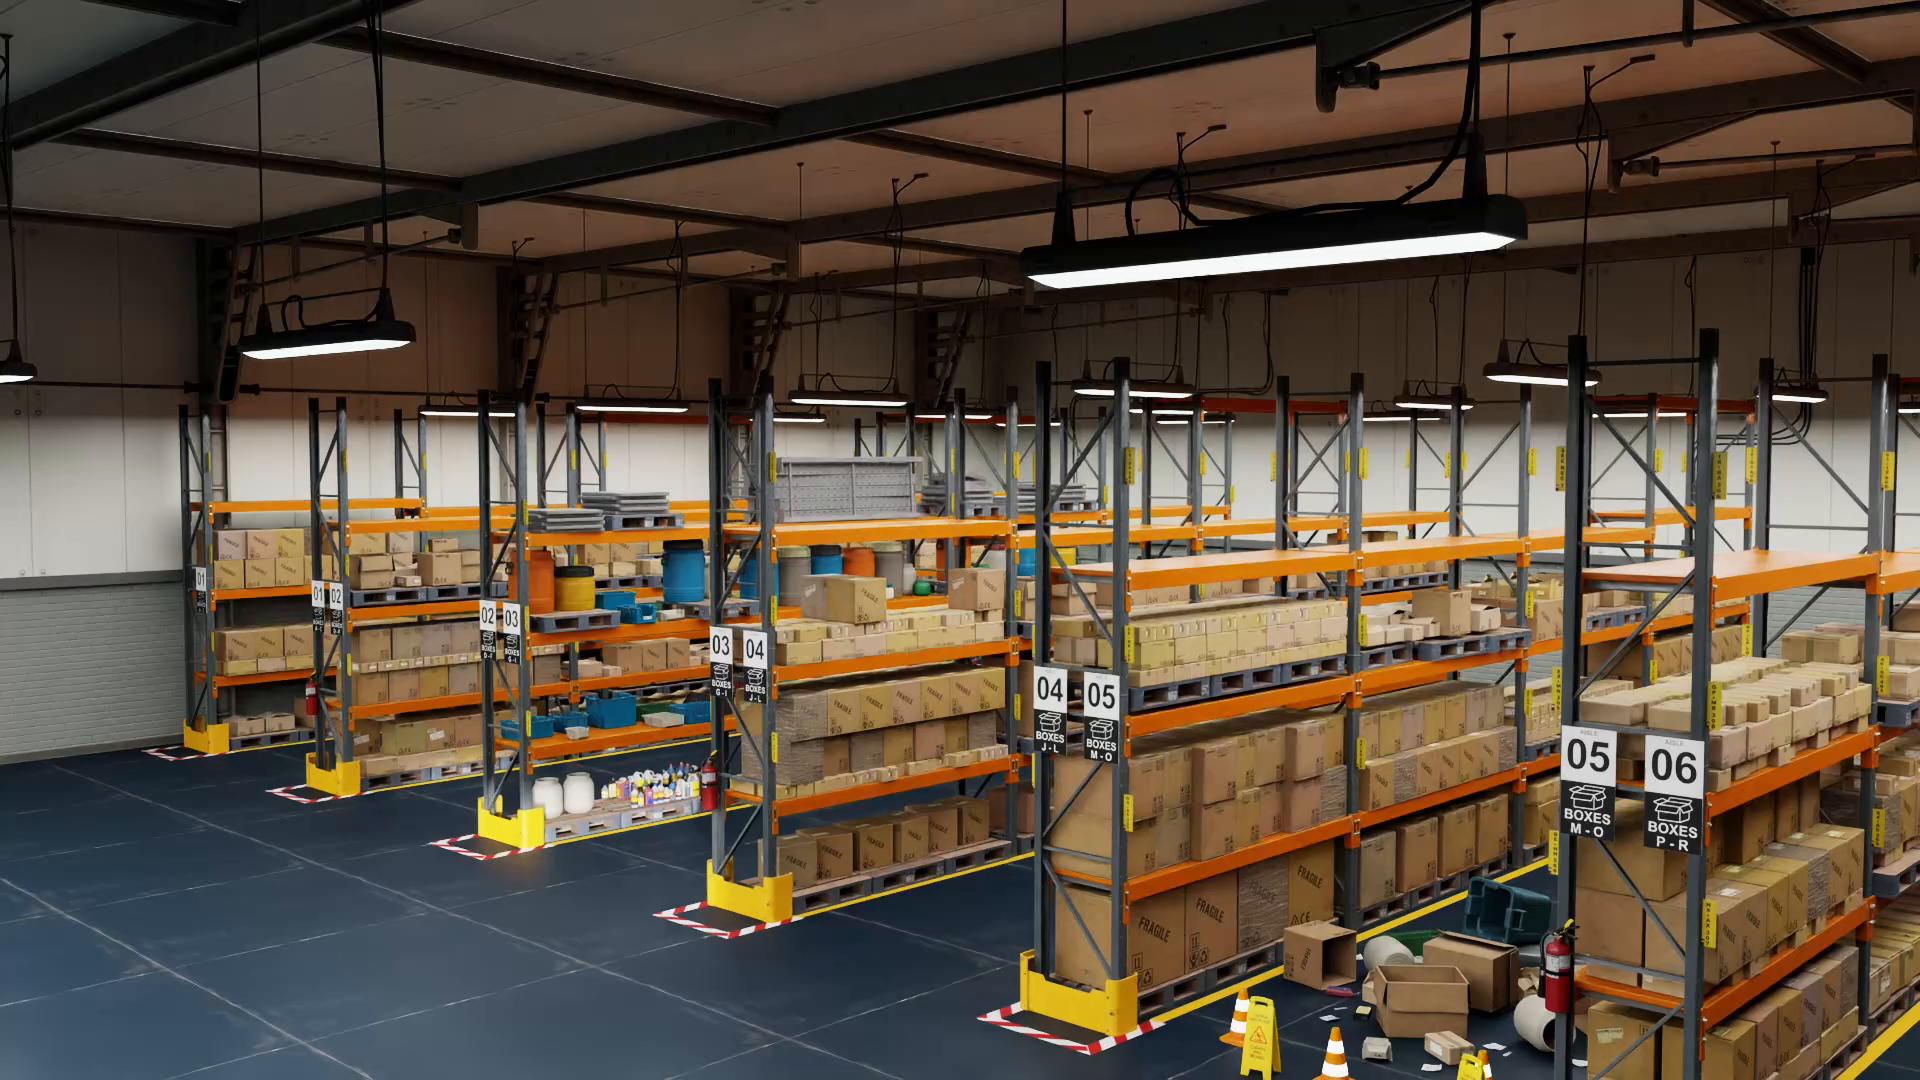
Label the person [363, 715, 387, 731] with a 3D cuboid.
[{"bbox_3d":[-10.171,2.771,28.652,0.508,1.754,0.593,-2,4,-36],"label":"person"}]

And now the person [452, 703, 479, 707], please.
[{"bbox_3d":[-8.643,2.817,28.741,0.612,1.719,0.768,1,3,23],"label":"person"}]
